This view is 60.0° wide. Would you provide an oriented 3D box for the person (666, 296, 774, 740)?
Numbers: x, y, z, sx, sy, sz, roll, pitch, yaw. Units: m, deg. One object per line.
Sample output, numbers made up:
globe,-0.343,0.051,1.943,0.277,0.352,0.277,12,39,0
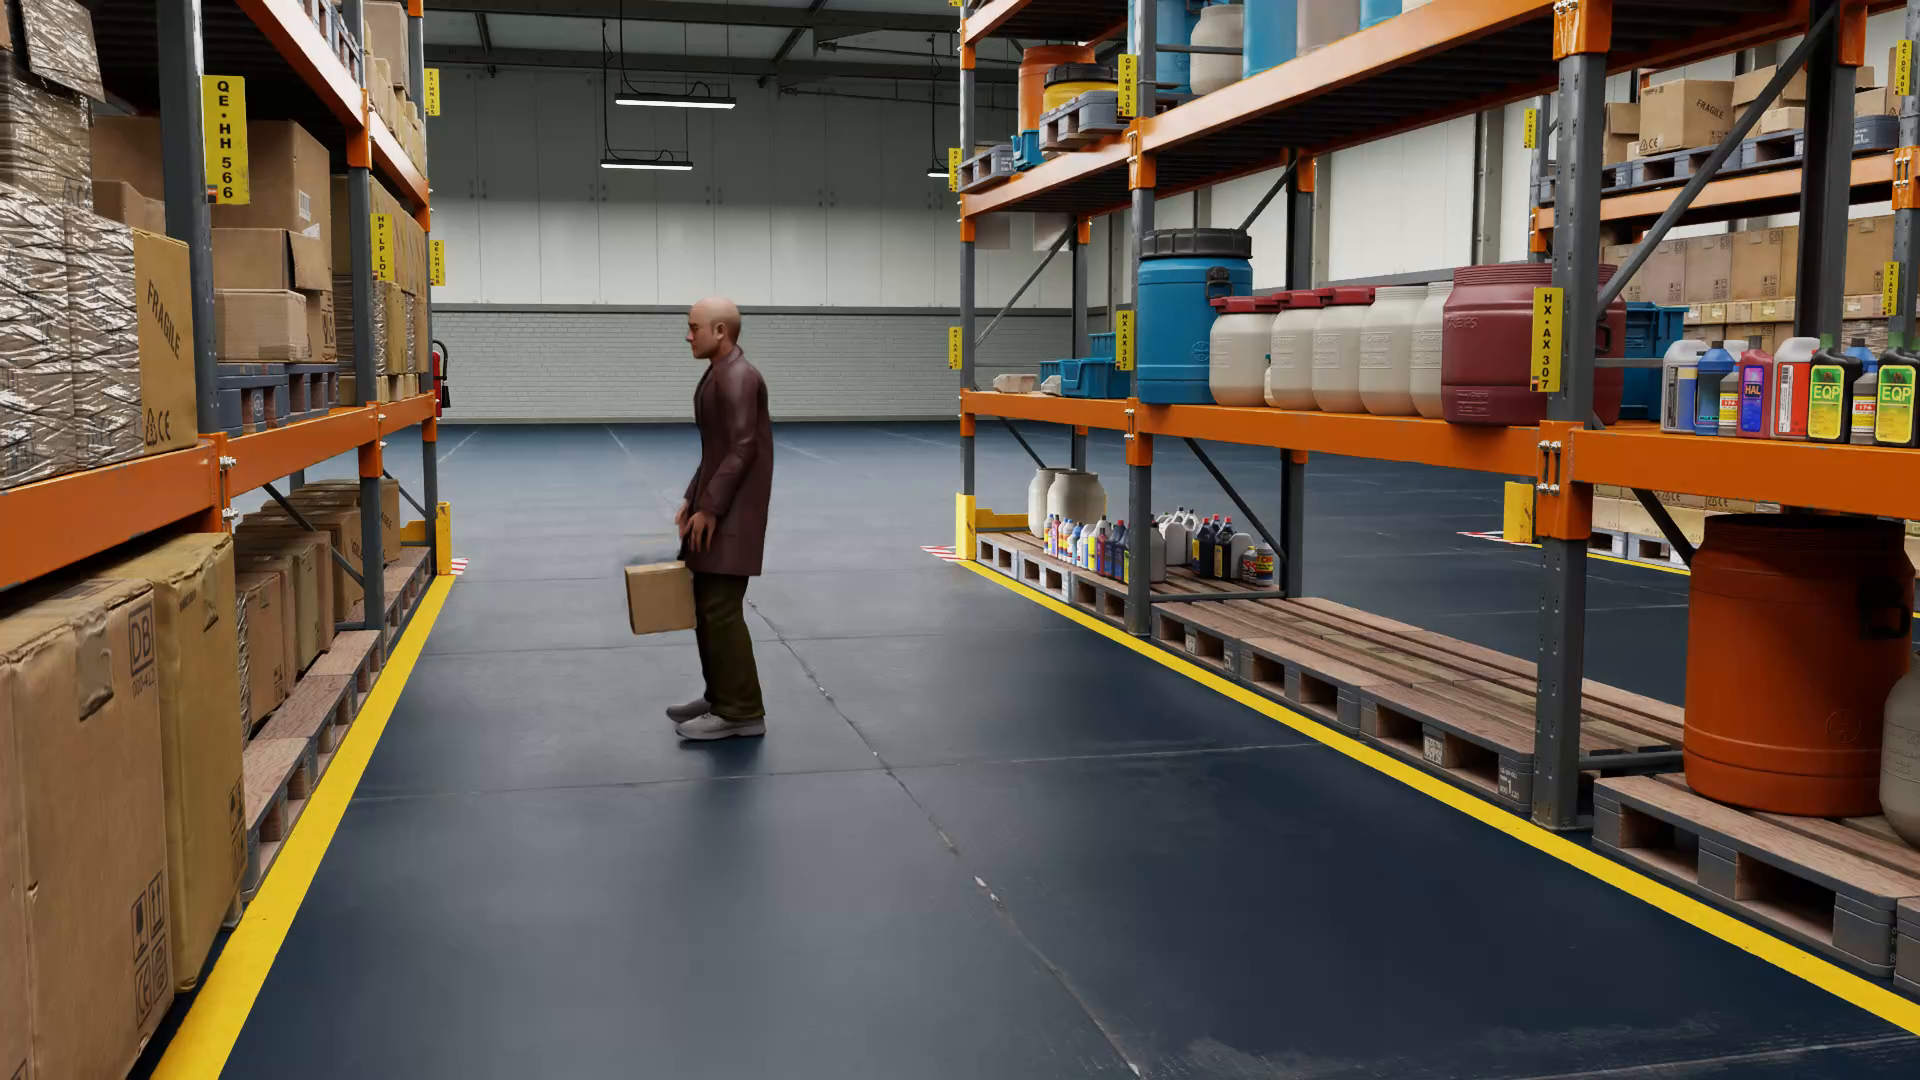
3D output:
person,-0.976,-0.096,6.779,0.424,1.778,0.589,-2,6,-15
